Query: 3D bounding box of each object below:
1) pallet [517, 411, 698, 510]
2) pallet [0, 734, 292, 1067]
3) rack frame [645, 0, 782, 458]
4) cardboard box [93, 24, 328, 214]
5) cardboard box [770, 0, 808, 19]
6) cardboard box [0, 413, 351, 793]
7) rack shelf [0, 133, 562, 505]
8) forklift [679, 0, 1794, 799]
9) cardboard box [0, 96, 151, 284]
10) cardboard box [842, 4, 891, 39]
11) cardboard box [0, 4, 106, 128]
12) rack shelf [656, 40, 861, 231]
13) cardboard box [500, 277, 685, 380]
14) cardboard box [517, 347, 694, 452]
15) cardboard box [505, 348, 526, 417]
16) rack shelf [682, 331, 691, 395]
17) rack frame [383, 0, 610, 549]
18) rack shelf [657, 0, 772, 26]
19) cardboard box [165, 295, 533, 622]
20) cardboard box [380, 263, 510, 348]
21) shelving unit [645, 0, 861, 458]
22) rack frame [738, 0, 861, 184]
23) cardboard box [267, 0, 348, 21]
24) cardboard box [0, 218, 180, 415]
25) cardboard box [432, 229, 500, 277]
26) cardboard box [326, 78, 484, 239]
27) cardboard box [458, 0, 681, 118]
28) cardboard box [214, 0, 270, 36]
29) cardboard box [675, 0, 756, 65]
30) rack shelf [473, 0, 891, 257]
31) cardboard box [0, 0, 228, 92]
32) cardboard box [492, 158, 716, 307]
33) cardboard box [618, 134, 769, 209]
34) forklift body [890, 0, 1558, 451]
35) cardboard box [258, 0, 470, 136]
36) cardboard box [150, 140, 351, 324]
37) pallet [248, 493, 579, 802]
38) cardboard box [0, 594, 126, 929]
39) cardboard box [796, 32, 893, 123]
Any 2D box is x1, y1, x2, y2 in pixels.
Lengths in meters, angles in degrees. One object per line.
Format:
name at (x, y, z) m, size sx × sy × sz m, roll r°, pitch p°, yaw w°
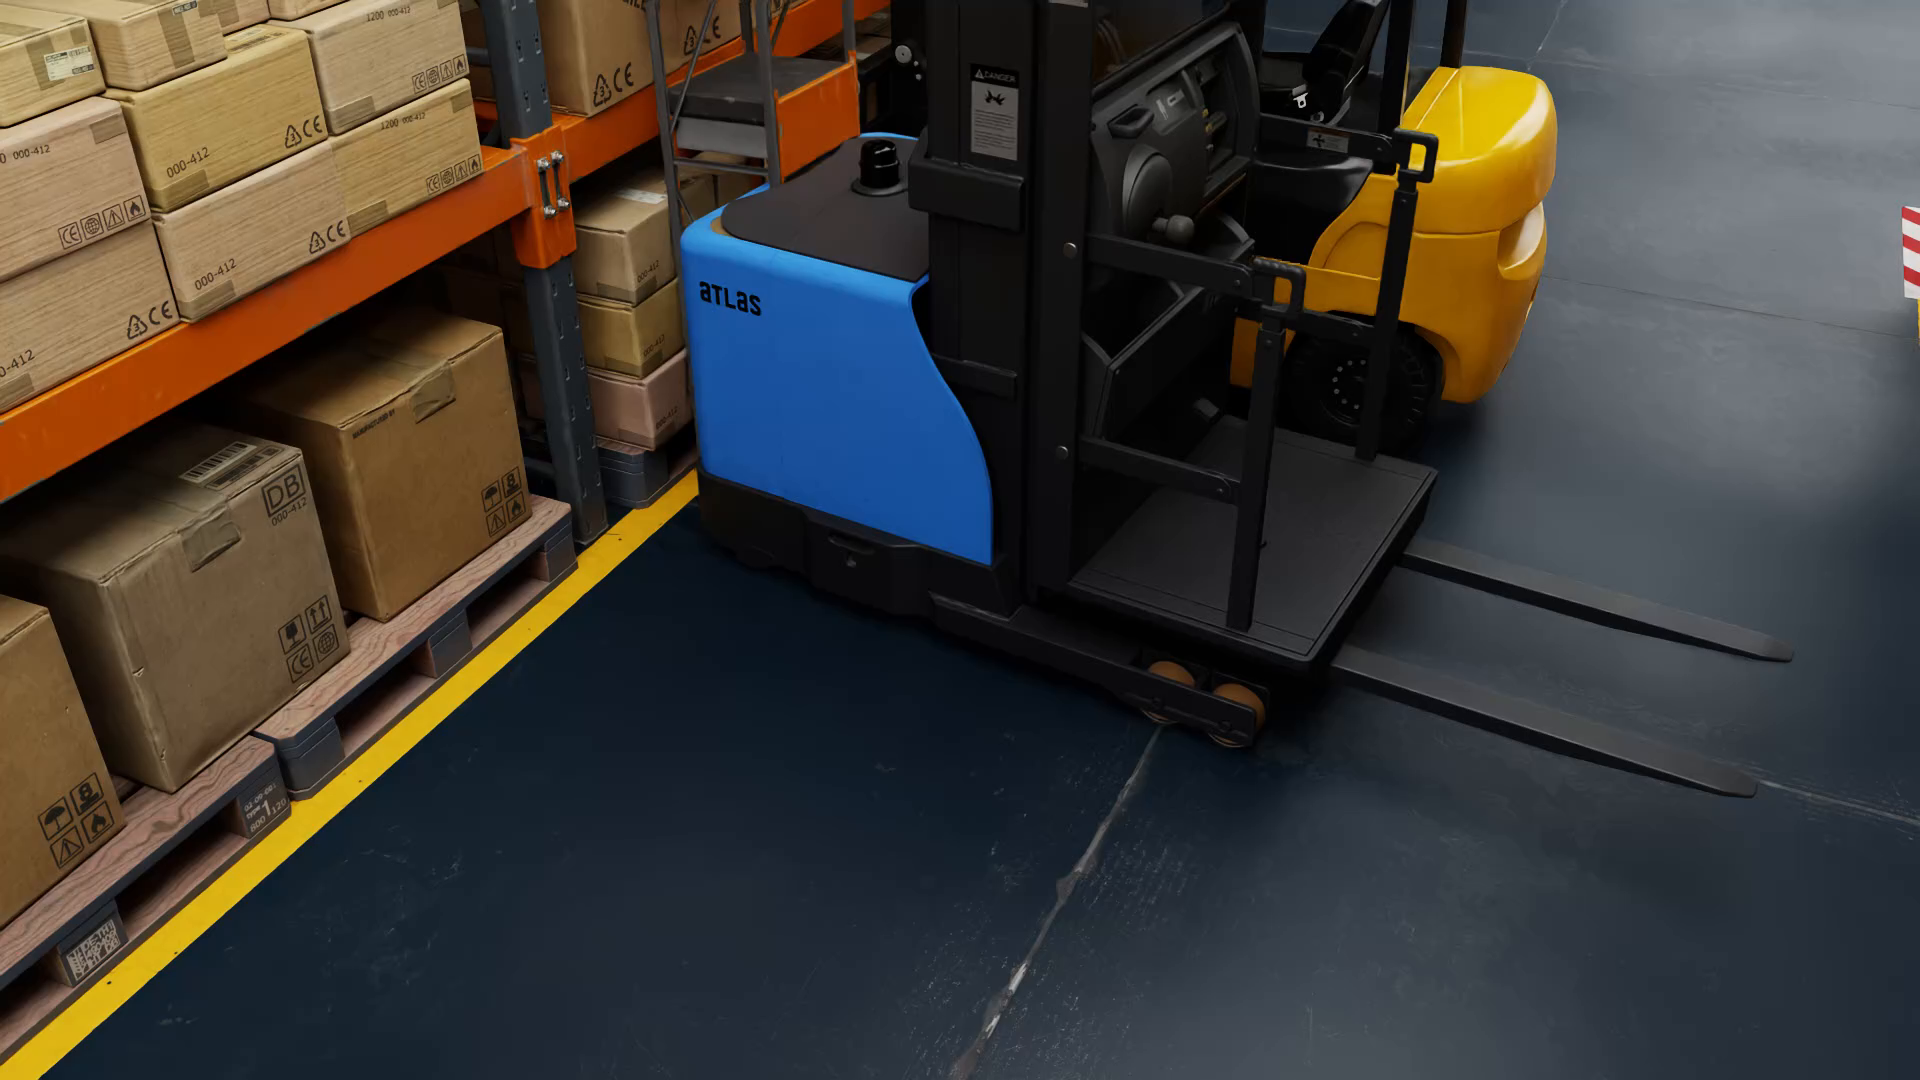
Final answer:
pallet at (-1.226, -0.593, 5.962) m, size 1.003 × 0.211 × 1.213 m, roll 14°, pitch 36°, yaw 20°
pallet at (-2.379, 0.779, 3.869) m, size 1.003 × 0.211 × 1.213 m, roll 14°, pitch 36°, yaw 20°
rack frame at (-0.702, -1.095, 4.899) m, size 0.400 × 2.100 × 0.015 m, roll 12°, pitch 33°, yaw 22°
cardboard box at (-1.779, -0.958, 3.656) m, size 0.500 × 0.250 × 0.500 m, roll 13°, pitch 36°, yaw 19°
cardboard box at (-0.760, -2.091, 5.613) m, size 0.500 × 0.500 × 0.500 m, roll 14°, pitch 36°, yaw 20°
cardboard box at (-2.136, 0.092, 4.157) m, size 0.875 × 0.625 × 0.625 m, roll 14°, pitch 36°, yaw 20°
rack shelf at (-2.433, -0.076, 3.286) m, size 1.077 × 0.370 × 4.000 m, roll 14°, pitch 36°, yaw 20°
forklift at (0.733, -1.010, 4.117) m, size 3.031 × 2.935 × 1.130 m, roll 18°, pitch 37°, yaw 25°
cardboard box at (-1.998, -0.705, 3.270) m, size 0.500 × 0.250 × 0.500 m, roll 15°, pitch 36°, yaw 21°
cardboard box at (-0.243, -1.999, 6.775) m, size 0.500 × 0.250 × 0.500 m, roll 15°, pitch 36°, yaw 21°
cardboard box at (-1.936, -0.945, 3.272) m, size 0.380 × 0.149 × 0.250 m, roll 13°, pitch 36°, yaw 19°
rack shelf at (-0.598, -1.197, 5.095) m, size 0.431 × 0.518 × 0.480 m, roll 12°, pitch 33°, yaw 22°
cardboard box at (-1.114, -0.778, 5.369) m, size 0.500 × 0.250 × 0.500 m, roll 14°, pitch 36°, yaw 20°
cardboard box at (-1.094, -0.563, 5.498) m, size 0.500 × 0.250 × 0.500 m, roll 15°, pitch 36°, yaw 21°
cardboard box at (-1.577, -0.687, 5.686) m, size 0.500 × 0.250 × 0.500 m, roll 15°, pitch 36°, yaw 21°
rack shelf at (-0.581, -0.594, 5.449) m, size 0.431 × 0.518 × 0.480 m, roll 12°, pitch 33°, yaw 22°
rack frame at (-1.597, -1.373, 4.608) m, size 1.000 × 3.000 × 0.127 m, roll 14°, pitch 36°, yaw 20°
rack shelf at (-0.616, -1.801, 4.741) m, size 0.431 × 0.518 × 0.480 m, roll 12°, pitch 33°, yaw 22°
cardboard box at (-1.805, -0.293, 4.744) m, size 0.875 × 0.625 × 0.625 m, roll 16°, pitch 36°, yaw 23°
cardboard box at (-1.579, -0.897, 5.551) m, size 0.500 × 0.250 × 0.500 m, roll 13°, pitch 36°, yaw 19°
shelving unit at (-0.599, -1.209, 5.088) m, size 0.431 × 2.100 × 0.503 m, roll 12°, pitch 33°, yaw 22°
rack frame at (-0.495, -1.323, 5.277) m, size 0.400 × 2.100 × 0.015 m, roll 12°, pitch 33°, yaw 22°
cardboard box at (-1.629, -1.332, 3.863) m, size 0.380 × 0.149 × 0.250 m, roll 14°, pitch 36°, yaw 20°
cardboard box at (-2.011, -0.507, 3.424) m, size 0.500 × 0.250 × 0.500 m, roll 14°, pitch 36°, yaw 21°
cardboard box at (-1.566, -1.106, 5.414) m, size 0.500 × 0.250 × 0.500 m, roll 15°, pitch 36°, yaw 21°
cardboard box at (-1.570, -0.999, 4.175) m, size 0.500 × 0.250 × 0.500 m, roll 15°, pitch 36°, yaw 22°
cardboard box at (-1.174, -1.576, 4.826) m, size 0.500 × 0.500 × 0.500 m, roll 13°, pitch 35°, yaw 19°
cardboard box at (-1.780, -1.222, 3.696) m, size 0.380 × 0.149 × 0.250 m, roll 14°, pitch 36°, yaw 20°
cardboard box at (-0.971, -1.839, 5.228) m, size 0.500 × 0.500 × 0.500 m, roll 15°, pitch 36°, yaw 21°
rack shelf at (-0.760, -2.068, 6.324) m, size 1.077 × 0.370 × 4.000 m, roll 14°, pitch 36°, yaw 20°
cardboard box at (-1.769, -1.061, 3.449) m, size 0.380 × 0.149 × 0.250 m, roll 13°, pitch 35°, yaw 19°
cardboard box at (-1.109, -0.986, 5.230) m, size 0.500 × 0.250 × 0.500 m, roll 14°, pitch 36°, yaw 20°
cardboard box at (-0.886, -1.238, 5.615) m, size 0.500 × 0.250 × 0.500 m, roll 14°, pitch 36°, yaw 21°
forklift body at (0.941, -1.647, 5.800) m, size 2.313 × 2.155 × 1.214 m, roll 14°, pitch 36°, yaw 20°
cardboard box at (-1.570, -1.216, 4.050) m, size 0.500 × 0.250 × 0.500 m, roll 13°, pitch 36°, yaw 19°
cardboard box at (-1.775, -0.747, 3.791) m, size 0.500 × 0.250 × 0.500 m, roll 14°, pitch 36°, yaw 20°
pallet at (-1.869, 0.169, 4.799) m, size 1.003 × 0.211 × 1.213 m, roll 14°, pitch 36°, yaw 20°
cardboard box at (-2.449, 0.467, 3.585) m, size 0.875 × 0.625 × 0.625 m, roll 13°, pitch 35°, yaw 19°
cardboard box at (-0.462, -1.748, 6.393) m, size 0.500 × 0.250 × 0.500 m, roll 13°, pitch 36°, yaw 20°
